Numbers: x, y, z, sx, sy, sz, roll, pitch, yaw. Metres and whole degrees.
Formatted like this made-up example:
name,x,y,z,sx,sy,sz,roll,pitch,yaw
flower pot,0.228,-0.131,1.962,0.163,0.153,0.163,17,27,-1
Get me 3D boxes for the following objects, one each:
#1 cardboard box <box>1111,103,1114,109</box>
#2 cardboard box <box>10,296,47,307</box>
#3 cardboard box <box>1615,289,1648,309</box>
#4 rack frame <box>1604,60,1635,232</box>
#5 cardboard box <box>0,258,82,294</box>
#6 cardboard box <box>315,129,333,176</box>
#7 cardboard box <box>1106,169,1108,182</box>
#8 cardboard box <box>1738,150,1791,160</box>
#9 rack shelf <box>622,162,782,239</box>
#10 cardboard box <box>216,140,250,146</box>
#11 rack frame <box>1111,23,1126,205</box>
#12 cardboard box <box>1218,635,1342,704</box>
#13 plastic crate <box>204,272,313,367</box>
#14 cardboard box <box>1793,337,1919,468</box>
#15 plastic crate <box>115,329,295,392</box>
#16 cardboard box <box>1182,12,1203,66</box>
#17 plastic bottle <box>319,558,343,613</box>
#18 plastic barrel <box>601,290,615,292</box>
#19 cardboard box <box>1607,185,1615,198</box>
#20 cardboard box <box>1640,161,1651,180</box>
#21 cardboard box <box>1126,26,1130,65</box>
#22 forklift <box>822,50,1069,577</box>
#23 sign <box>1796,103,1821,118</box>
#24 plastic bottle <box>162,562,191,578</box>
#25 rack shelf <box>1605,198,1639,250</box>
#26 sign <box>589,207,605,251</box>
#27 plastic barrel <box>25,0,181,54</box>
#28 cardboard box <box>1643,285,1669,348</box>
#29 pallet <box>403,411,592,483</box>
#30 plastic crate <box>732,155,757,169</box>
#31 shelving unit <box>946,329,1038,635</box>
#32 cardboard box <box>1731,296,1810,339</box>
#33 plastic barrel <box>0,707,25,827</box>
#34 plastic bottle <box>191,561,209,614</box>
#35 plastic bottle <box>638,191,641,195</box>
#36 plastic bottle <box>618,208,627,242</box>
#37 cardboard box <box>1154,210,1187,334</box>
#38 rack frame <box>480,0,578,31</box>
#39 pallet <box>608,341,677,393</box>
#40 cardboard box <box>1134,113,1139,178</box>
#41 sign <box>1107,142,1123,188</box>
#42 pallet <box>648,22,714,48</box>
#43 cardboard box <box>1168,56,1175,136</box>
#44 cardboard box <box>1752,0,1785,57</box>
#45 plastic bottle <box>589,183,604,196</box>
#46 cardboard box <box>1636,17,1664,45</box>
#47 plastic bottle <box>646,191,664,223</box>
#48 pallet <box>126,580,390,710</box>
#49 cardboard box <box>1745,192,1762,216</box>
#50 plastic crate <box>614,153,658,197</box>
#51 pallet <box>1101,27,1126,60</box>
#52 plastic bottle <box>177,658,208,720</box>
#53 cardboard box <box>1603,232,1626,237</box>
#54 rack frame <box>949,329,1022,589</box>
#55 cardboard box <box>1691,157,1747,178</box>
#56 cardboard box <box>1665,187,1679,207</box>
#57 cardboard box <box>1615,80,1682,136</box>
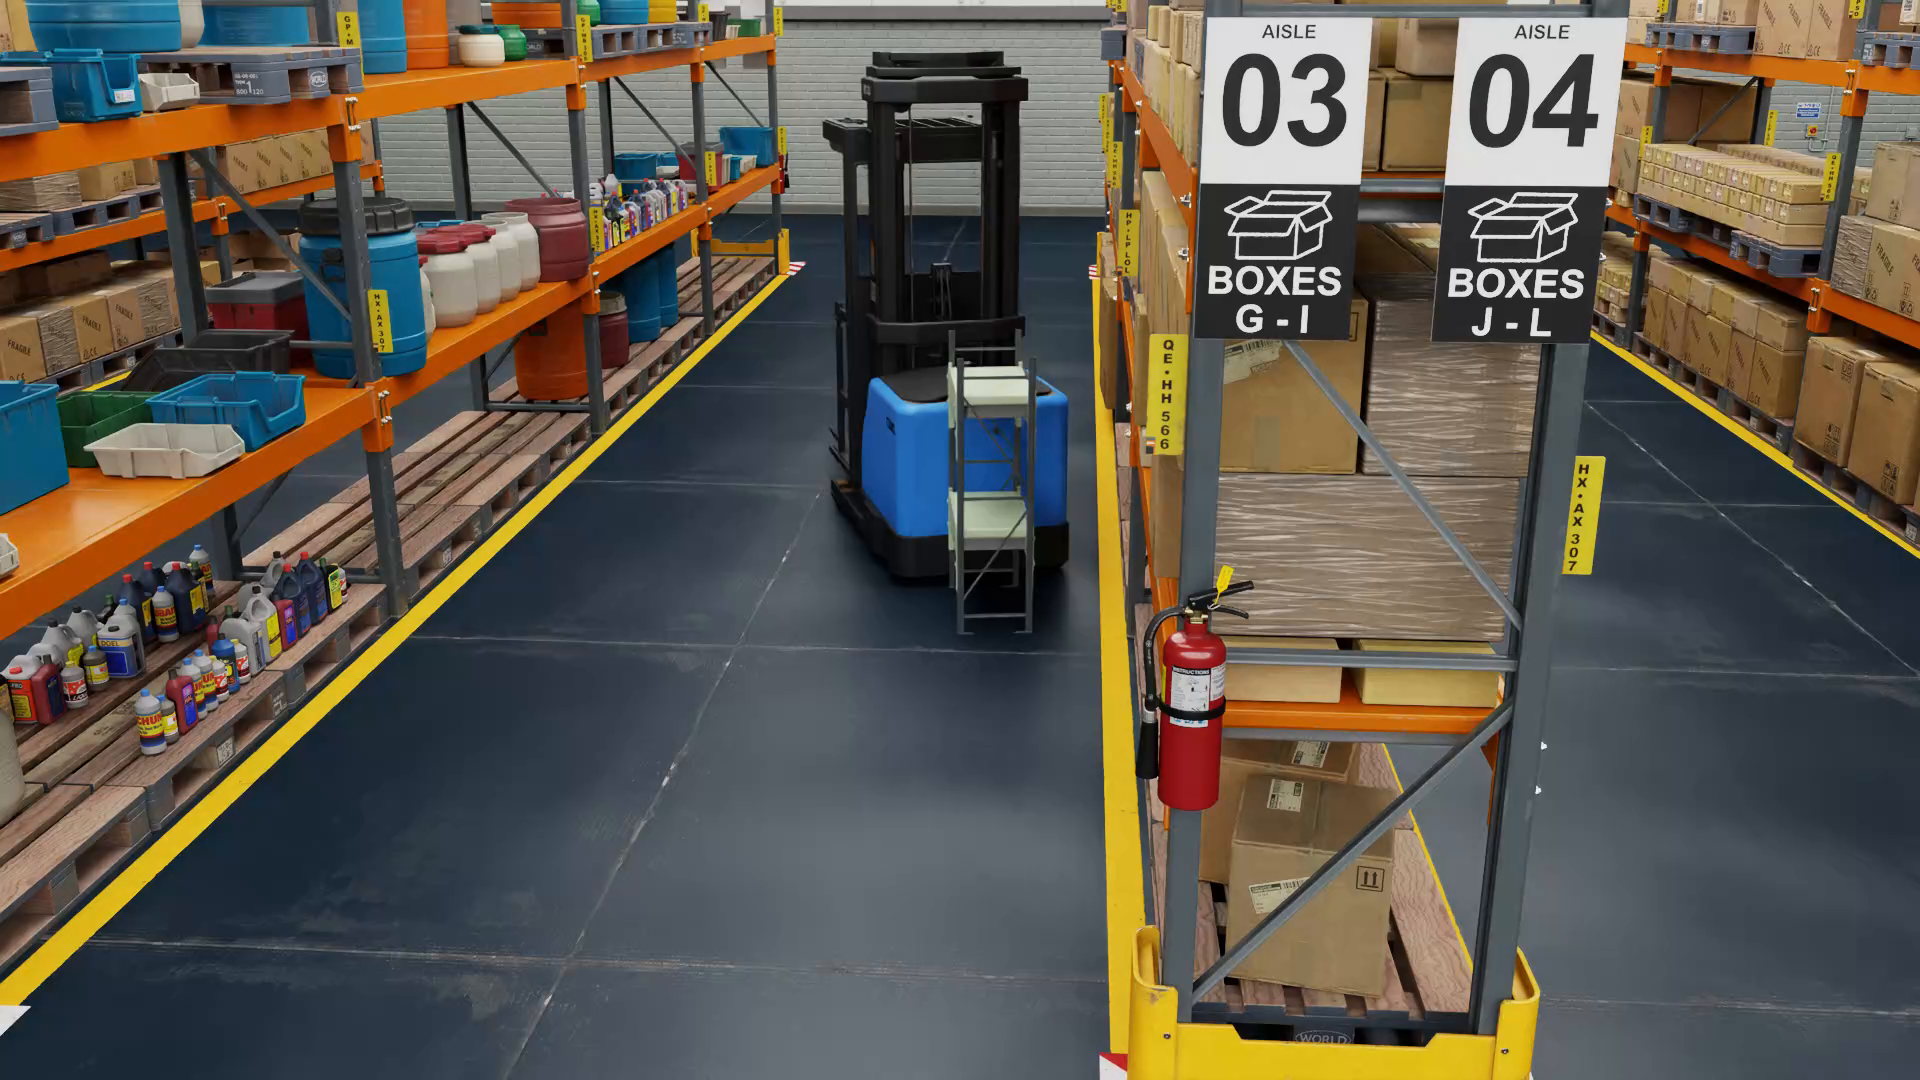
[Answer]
name,x,y,z,sx,sy,sz,roll,pitch,yaw
cardboard box,1.767,-4.122,16.746,0.500,0.500,0.500,1,18,4
cardboard box,-8.336,-1.849,14.558,0.500,0.500,0.500,1,18,2
cardboard box,6.606,-2.341,16.176,0.380,0.149,0.250,2,18,5
rack frame,7.187,-4.492,19.315,1.000,3.000,0.127,1,18,4
cardboard box,-8.305,-2.380,14.974,0.500,0.250,0.500,1,18,3
cardboard box,-7.469,-4.443,19.004,0.500,0.500,0.500,1,18,4
cardboard box,1.784,-3.934,18.015,0.380,0.149,0.250,1,18,3
cardboard box,7.028,-3.320,14.511,0.380,0.149,0.250,1,18,2
rack shelf,-2.836,-3.782,18.302,1.077,0.370,4.000,1,18,4
cardboard box,-7.605,-4.277,16.892,0.500,0.500,0.500,2,18,5
rack frame,1.961,-3.392,15.957,1.000,3.000,0.127,1,18,4
cardboard box,0.915,0.361,4.906,0.380,0.149,0.250,1,18,4
plastic crate,-3.824,-1.205,9.181,0.402,0.464,0.583,1,18,4
cardboard box,6.480,-0.951,11.446,1.050,0.750,0.750,1,18,3
plastic crate,-3.717,-0.828,8.234,0.767,0.338,0.504,1,18,4
cardboard box,0.855,-1.467,4.867,0.380,0.149,0.250,0,18,2
plastic bottle,-3.259,0.221,8.588,0.061,0.283,0.133,2,18,7
plastic barrel,-3.216,-1.958,14.902,0.421,0.512,0.421,0,18,0
cardboard box,6.709,-3.553,16.852,0.380,0.149,0.250,1,18,2
cardboard box,6.414,-3.359,15.109,0.380,0.149,0.250,2,18,5
cardboard box,1.386,-3.363,11.294,0.500,0.250,0.500,2,18,5
forklift,-0.239,-1.599,10.597,1.130,2.935,3.031,-5,19,-14
sign,12.469,-6.313,24.439,0.327,0.218,0.001,1,18,4
plastic bottle,-4.009,0.258,8.487,0.152,0.276,0.135,2,18,6
rack shelf,7.044,-3.529,17.531,1.077,0.370,4.000,1,18,4
sign,-2.717,-2.327,12.447,0.100,0.325,0.005,1,18,4
plastic barrel,-3.731,-2.574,7.165,0.600,0.901,0.708,1,18,4
cardboard box,6.583,-2.038,15.165,0.500,0.500,0.500,2,18,6
pallet,-3.361,-0.695,12.206,1.003,0.211,1.213,1,18,4
plastic crate,-2.571,-4.391,19.332,0.396,0.136,0.243,1,18,4
shelving unit,0.162,-0.325,9.005,0.431,1.500,0.755,-1,18,-3
cardboard box,6.427,-1.751,13.084,0.500,0.250,0.500,2,18,5
plastic barrel,-3.833,0.846,6.346,0.421,0.512,0.421,0,18,0
plastic bottle,-3.903,0.256,8.479,0.061,0.283,0.133,1,18,4
plastic bottle,-2.883,-2.997,14.958,0.097,0.271,0.097,0,18,0
plastic bottle,-2.818,-2.618,13.803,0.097,0.271,0.097,0,18,0
cardboard box,1.006,-0.971,6.325,0.500,0.500,0.500,1,18,4
rack frame,-3.266,-5.111,11.569,1.000,3.000,0.127,1,18,4
pallet,-3.161,-1.559,14.841,1.003,0.211,1.213,1,18,4
cardboard box,1.833,-3.311,13.939,0.797,0.503,0.637,2,18,6
sign,1.120,-2.711,12.020,0.100,0.325,0.005,1,18,4
pallet,-2.938,-4.592,15.107,1.213,0.211,1.003,1,18,4
cardboard box,0.960,-1.488,5.572,0.500,0.250,0.500,2,18,5
cardboard box,6.464,-3.974,12.756,0.500,0.500,0.500,1,18,4
plastic bottle,-3.419,-3.194,15.554,0.152,0.276,0.135,1,18,4
cardboard box,6.666,-4.762,15.563,0.500,0.250,0.500,2,18,5
plastic bottle,-2.757,-3.002,14.966,0.152,0.276,0.135,1,18,4
pallet,-3.643,0.515,8.512,1.003,0.211,1.213,1,18,4
cardboard box,6.229,-2.557,12.661,0.380,0.149,0.250,2,18,5
plastic crate,-3.286,-3.676,16.753,0.392,0.384,0.575,1,18,4
pallet,1.667,-3.686,12.342,1.213,0.211,1.003,2,18,6
plastic bottle,-3.374,0.649,7.299,0.097,0.271,0.097,0,18,0
cardboard box,7.402,-3.449,19.081,0.380,0.149,0.250,1,18,5
rack frame,0.139,-0.438,9.352,0.400,1.500,0.023,-1,18,-3
cardboard box,6.322,-3.099,13.837,0.380,0.149,0.250,2,18,6
cardboard box,6.359,-2.976,14.417,0.380,0.149,0.250,1,18,4
cardboard box,6.696,-4.226,16.260,0.500,0.500,0.500,1,18,2
